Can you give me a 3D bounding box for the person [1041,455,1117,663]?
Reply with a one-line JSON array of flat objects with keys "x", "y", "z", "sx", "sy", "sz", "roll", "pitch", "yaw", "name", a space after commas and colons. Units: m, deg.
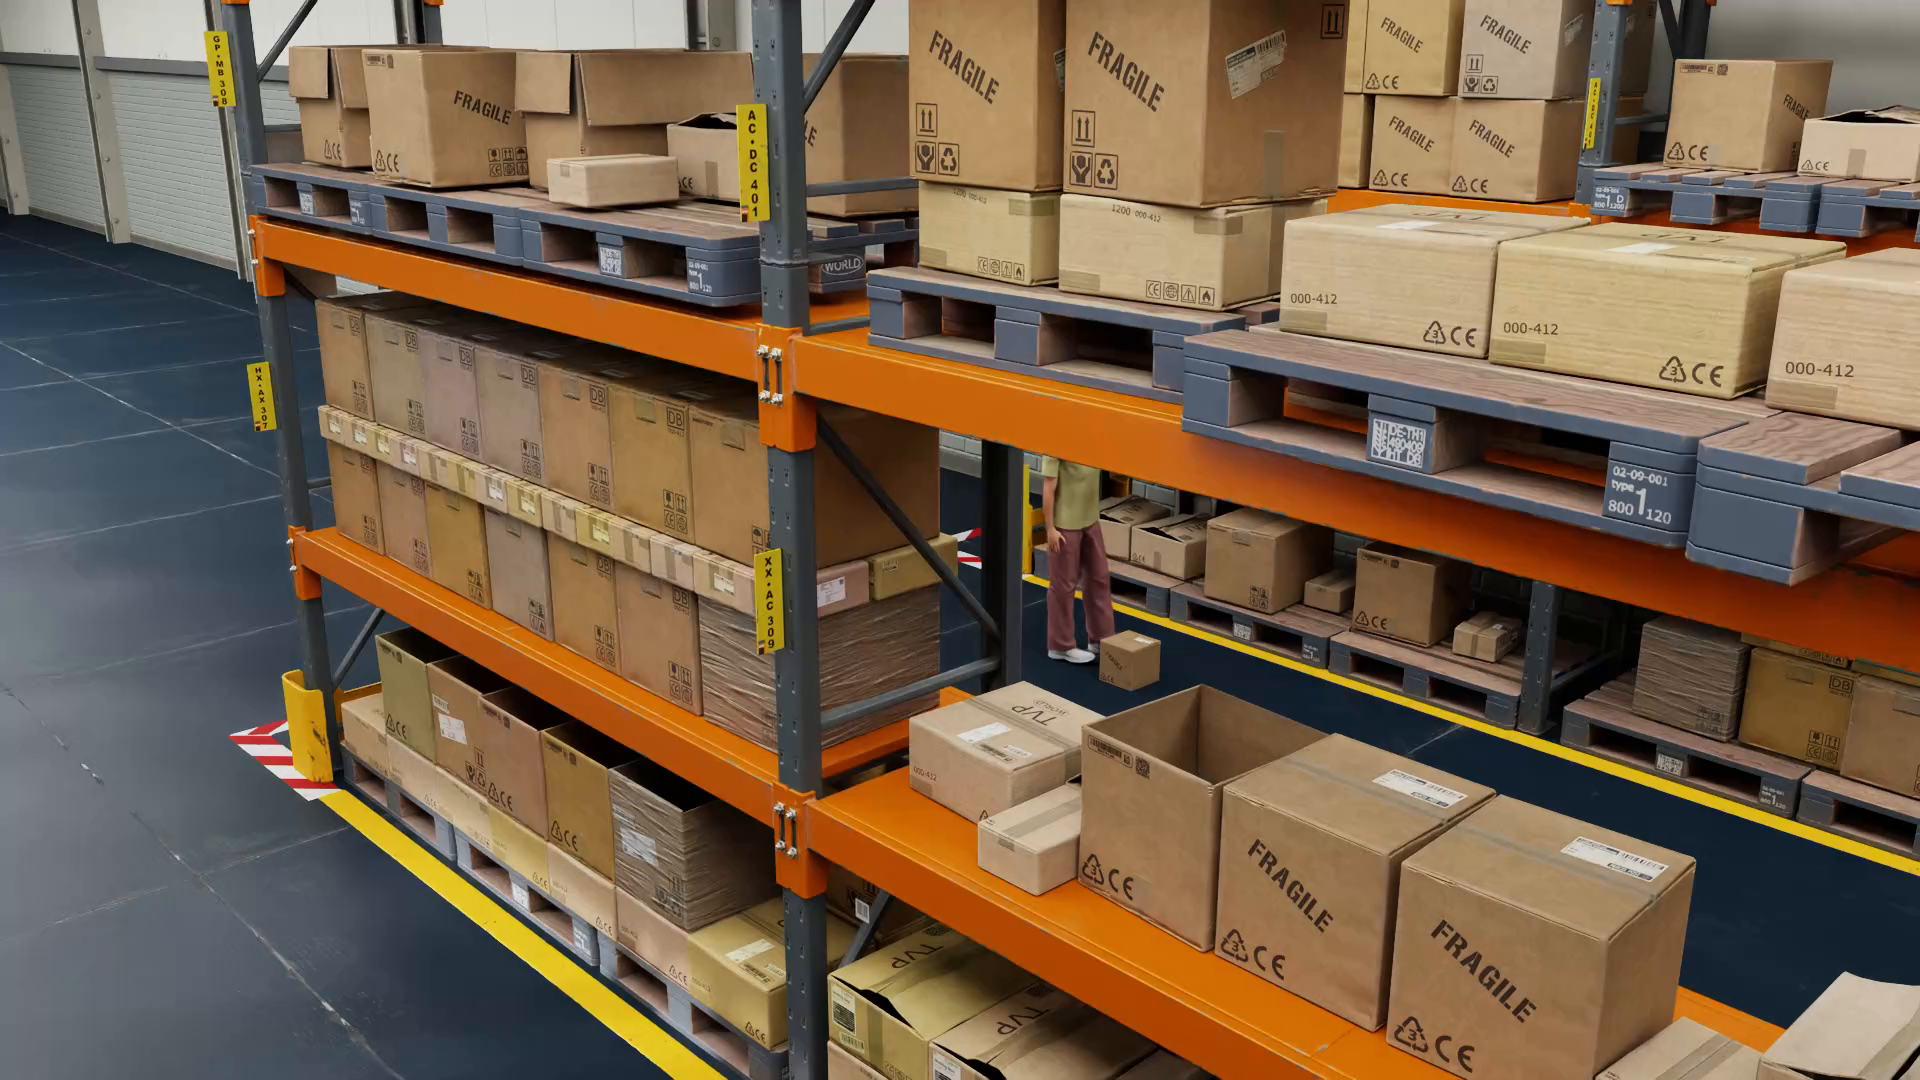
[{"x": 0.736, "y": -0.071, "z": 9.761, "sx": 0.513, "sy": 1.685, "sz": 0.470, "roll": 13, "pitch": 22, "yaw": 36, "name": "person"}]
